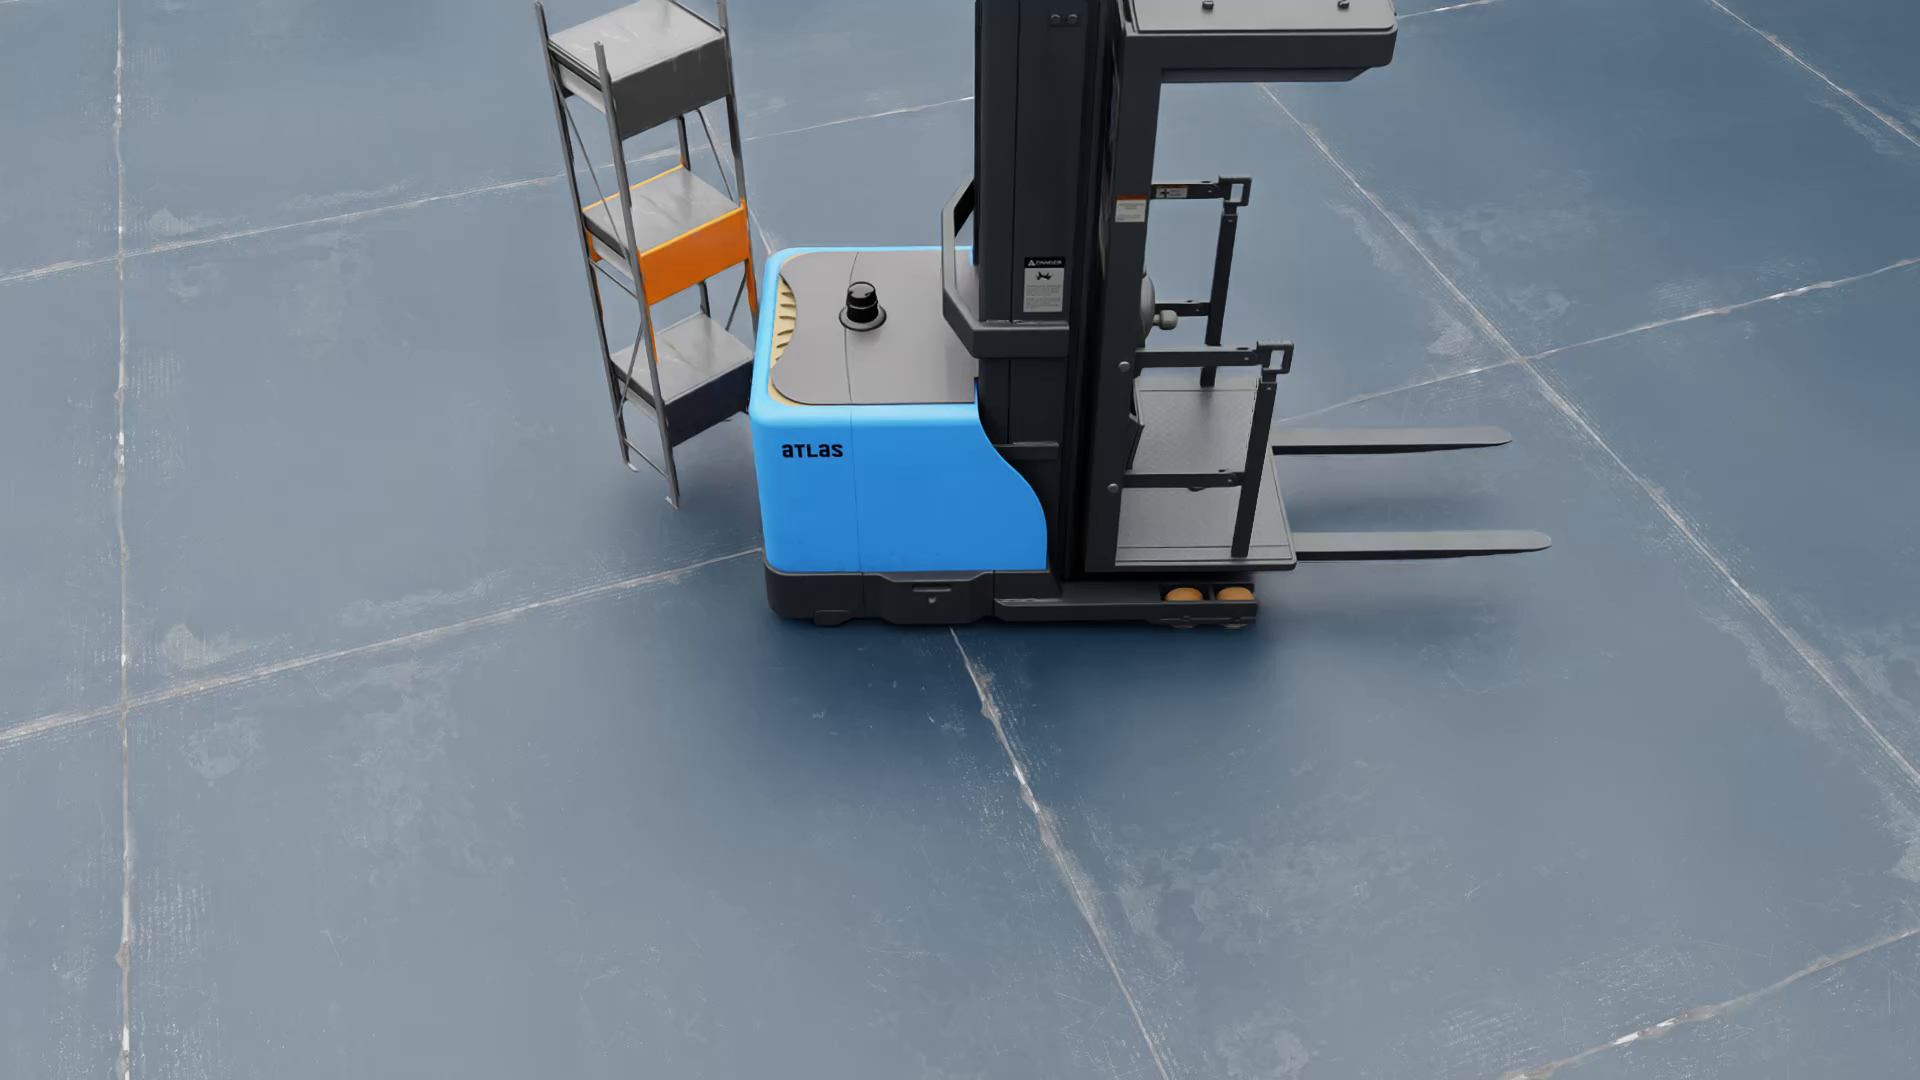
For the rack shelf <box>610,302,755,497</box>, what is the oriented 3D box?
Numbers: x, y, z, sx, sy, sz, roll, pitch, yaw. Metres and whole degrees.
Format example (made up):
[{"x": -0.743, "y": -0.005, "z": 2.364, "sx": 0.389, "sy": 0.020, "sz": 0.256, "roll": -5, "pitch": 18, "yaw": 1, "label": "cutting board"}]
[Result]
[{"x": -1.113, "y": -0.581, "z": 6.854, "sx": 0.480, "sy": 0.518, "sz": 0.431, "roll": -33, "pitch": 54, "yaw": -28, "label": "rack shelf"}]

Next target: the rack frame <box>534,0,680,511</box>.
[{"x": -1.295, "y": -0.969, "z": 6.233, "sx": 0.015, "sy": 2.100, "sz": 0.400, "roll": -33, "pitch": 54, "yaw": -28, "label": "rack frame"}]

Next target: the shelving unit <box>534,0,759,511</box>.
[{"x": -1.113, "y": -1.085, "z": 6.348, "sx": 0.503, "sy": 2.100, "sz": 0.431, "roll": -33, "pitch": 54, "yaw": -28, "label": "shelving unit"}]

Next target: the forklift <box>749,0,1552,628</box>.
[{"x": 0.765, "y": -1.072, "z": 5.749, "sx": 3.031, "sy": 2.935, "sz": 1.130, "roll": -1, "pitch": 45, "yaw": -1, "label": "forklift"}]

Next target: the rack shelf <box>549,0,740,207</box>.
[{"x": -1.113, "y": -1.569, "z": 5.862, "sx": 0.480, "sy": 0.518, "sz": 0.431, "roll": -33, "pitch": 54, "yaw": -28, "label": "rack shelf"}]

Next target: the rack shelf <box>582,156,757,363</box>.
[{"x": -1.113, "y": -1.075, "z": 6.358, "sx": 0.480, "sy": 0.518, "sz": 0.431, "roll": -33, "pitch": 54, "yaw": -28, "label": "rack shelf"}]

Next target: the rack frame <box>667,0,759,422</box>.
[{"x": -0.932, "y": -1.200, "z": 6.463, "sx": 0.015, "sy": 2.100, "sz": 0.400, "roll": -33, "pitch": 54, "yaw": -28, "label": "rack frame"}]
